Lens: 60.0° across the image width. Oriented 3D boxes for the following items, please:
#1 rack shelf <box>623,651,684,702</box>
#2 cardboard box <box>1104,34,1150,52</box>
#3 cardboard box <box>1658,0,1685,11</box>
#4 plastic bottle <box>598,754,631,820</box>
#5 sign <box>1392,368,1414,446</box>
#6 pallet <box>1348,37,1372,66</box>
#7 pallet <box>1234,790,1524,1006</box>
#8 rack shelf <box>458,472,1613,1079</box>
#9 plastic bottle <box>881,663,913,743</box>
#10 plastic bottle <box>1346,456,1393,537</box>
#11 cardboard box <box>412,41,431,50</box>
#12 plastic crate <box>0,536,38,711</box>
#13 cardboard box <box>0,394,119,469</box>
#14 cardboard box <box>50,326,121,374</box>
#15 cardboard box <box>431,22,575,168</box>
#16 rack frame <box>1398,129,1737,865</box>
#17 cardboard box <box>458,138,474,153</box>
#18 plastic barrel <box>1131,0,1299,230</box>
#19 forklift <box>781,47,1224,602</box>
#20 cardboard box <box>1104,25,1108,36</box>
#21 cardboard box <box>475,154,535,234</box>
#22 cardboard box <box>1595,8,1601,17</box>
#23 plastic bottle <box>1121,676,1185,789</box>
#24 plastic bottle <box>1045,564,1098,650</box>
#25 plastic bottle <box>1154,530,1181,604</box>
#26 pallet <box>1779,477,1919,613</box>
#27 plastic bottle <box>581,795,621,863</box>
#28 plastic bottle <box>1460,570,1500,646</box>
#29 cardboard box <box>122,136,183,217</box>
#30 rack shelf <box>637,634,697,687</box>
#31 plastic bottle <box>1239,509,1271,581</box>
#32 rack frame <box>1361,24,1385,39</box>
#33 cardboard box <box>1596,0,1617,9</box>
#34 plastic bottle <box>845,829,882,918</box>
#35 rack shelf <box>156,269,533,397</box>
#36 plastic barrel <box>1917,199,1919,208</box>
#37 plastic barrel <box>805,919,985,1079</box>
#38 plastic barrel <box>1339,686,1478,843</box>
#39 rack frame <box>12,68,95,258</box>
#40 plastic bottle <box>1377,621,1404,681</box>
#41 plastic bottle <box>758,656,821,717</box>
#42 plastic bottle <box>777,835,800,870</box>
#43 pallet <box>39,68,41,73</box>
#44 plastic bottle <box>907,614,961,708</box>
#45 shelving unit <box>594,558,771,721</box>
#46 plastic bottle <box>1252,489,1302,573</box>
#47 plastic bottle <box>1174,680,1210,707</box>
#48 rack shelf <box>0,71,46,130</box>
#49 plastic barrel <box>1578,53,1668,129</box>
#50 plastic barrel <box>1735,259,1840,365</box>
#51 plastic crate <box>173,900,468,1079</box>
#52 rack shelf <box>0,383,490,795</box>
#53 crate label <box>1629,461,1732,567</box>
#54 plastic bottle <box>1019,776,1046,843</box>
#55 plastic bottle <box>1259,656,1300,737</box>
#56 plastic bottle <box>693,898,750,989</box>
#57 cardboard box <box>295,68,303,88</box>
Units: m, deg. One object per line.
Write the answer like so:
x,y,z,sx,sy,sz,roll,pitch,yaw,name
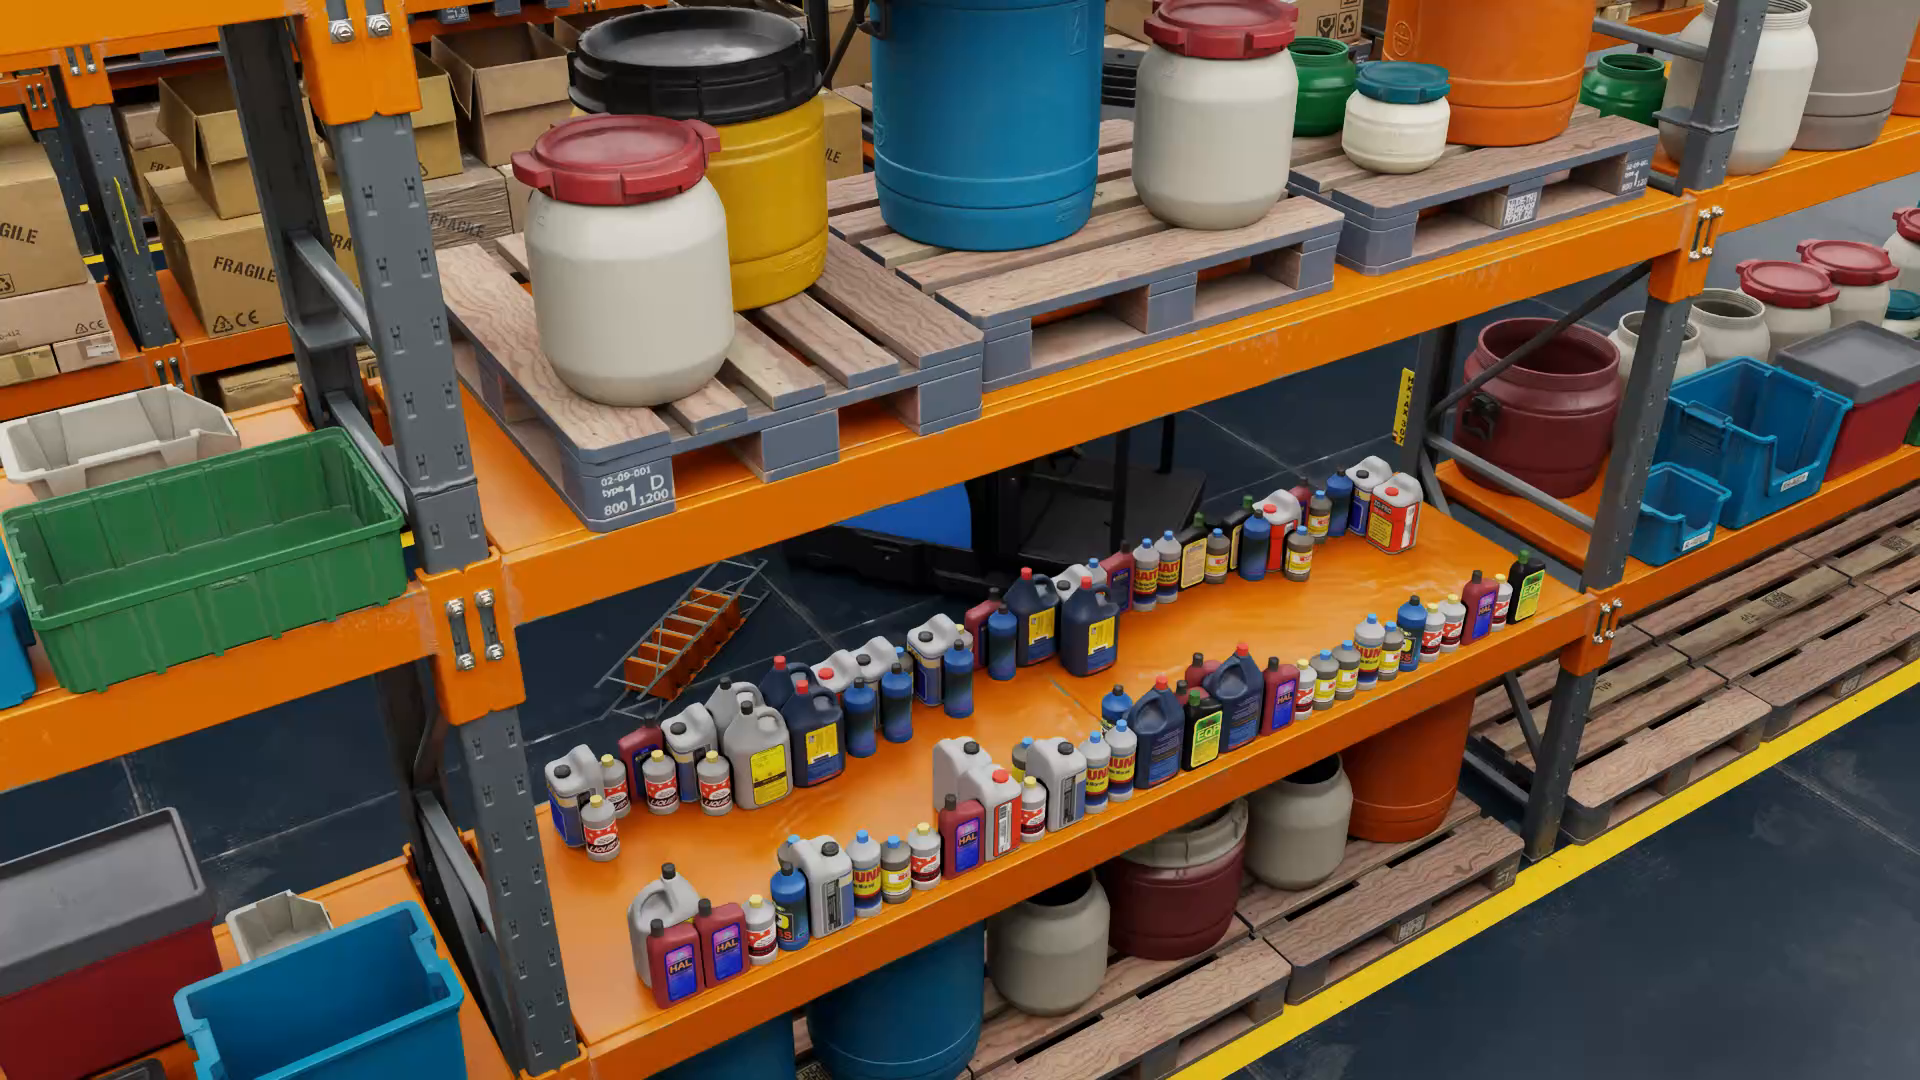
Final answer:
-1.404,0.613,7.599,0.258,0.180,0.103,12,35,19,rack shelf
0.930,-2.923,10.318,0.500,0.250,0.500,-20,37,-29,cardboard box
5.382,-4.226,12.873,0.250,0.149,0.380,-19,37,-27,cardboard box
-1.043,0.730,4.968,0.097,0.201,0.097,0,32,0,plastic bottle
1.776,-0.520,6.609,0.005,0.325,0.100,-19,37,-27,sign
2.037,-3.346,11.423,1.213,0.211,1.003,-19,37,-27,pallet
1.440,1.220,6.618,1.213,0.211,1.003,-19,37,-27,pallet
0.399,0.676,5.540,4.000,0.370,1.077,-19,37,-27,rack shelf
-0.198,0.506,5.257,0.097,0.271,0.097,0,32,0,plastic bottle
1.541,-0.173,6.330,0.135,0.276,0.152,-19,37,-27,plastic bottle
-4.343,-3.881,13.337,0.500,0.250,0.500,-19,37,-28,cardboard box
-1.874,0.159,3.032,0.300,0.233,0.416,-19,37,-27,plastic crate
-4.563,-0.395,8.162,0.875,0.875,0.875,-19,37,-27,cardboard box
-4.044,-0.929,7.647,0.250,0.149,0.380,-19,37,-27,cardboard box
-2.336,-2.306,8.559,0.637,0.503,0.797,-18,36,-26,cardboard box
2.080,-0.206,6.265,0.127,3.000,1.000,-19,37,-27,rack frame
-2.865,-1.865,8.801,0.500,0.500,0.500,-19,37,-28,cardboard box
0.672,-1.130,4.397,0.433,0.535,0.433,0,32,0,plastic barrel
0.655,-1.101,7.749,3.031,2.935,1.130,11,34,17,forklift
1.478,-5.528,16.300,0.875,0.875,0.875,-19,37,-27,cardboard box
-2.169,-1.776,8.660,0.500,0.500,0.500,-18,37,-26,cardboard box
4.541,-3.936,12.414,0.250,0.149,0.380,-19,37,-27,cardboard box
0.587,0.573,5.077,0.185,0.351,0.144,-19,37,-27,plastic bottle
0.376,0.228,5.694,0.135,0.276,0.152,-19,37,-27,plastic bottle
0.734,0.089,5.918,0.097,0.271,0.097,0,32,0,plastic bottle
4.803,0.062,8.454,1.213,0.211,1.003,-19,37,-27,pallet
-1.042,0.826,4.815,0.097,0.201,0.097,0,32,0,plastic bottle
1.777,0.218,5.702,0.133,0.283,0.061,-19,37,-27,plastic bottle
-5.803,-2.739,12.230,0.500,0.500,0.500,-17,36,-25,cardboard box
-1.358,0.553,7.692,0.258,0.180,0.103,12,35,19,rack shelf
1.073,0.011,6.042,0.097,0.271,0.097,0,32,0,plastic bottle
2.759,-3.583,11.619,0.127,3.000,1.000,-19,37,-27,rack frame
4.418,-4.298,12.380,0.500,0.500,0.875,-19,37,-27,cardboard box
-0.266,0.915,4.609,0.097,0.271,0.097,0,32,0,plastic bottle
-2.284,-1.545,9.061,4.000,0.370,1.077,-19,37,-27,rack shelf
4.953,-1.598,8.003,0.708,0.901,0.600,-19,37,-27,plastic barrel
-0.220,1.306,5.441,0.708,0.901,0.600,-19,37,-27,plastic barrel
1.678,0.683,6.496,0.708,0.830,0.600,-19,37,-27,plastic barrel
-6.568,-3.524,11.525,0.127,3.000,1.000,-19,37,-27,rack frame
1.425,0.363,5.550,0.097,0.201,0.097,0,32,0,plastic bottle
-0.531,0.505,5.184,0.185,0.351,0.144,-19,37,-27,plastic bottle
-0.462,0.915,4.674,0.097,0.201,0.097,0,32,0,plastic bottle
-8.727,-4.792,16.149,1.213,0.211,1.003,-19,37,-27,pallet
-0.087,0.387,5.442,0.135,0.276,0.152,-19,37,-27,plastic bottle
-1.284,0.455,7.845,0.258,0.189,1.200,12,35,19,shelving unit
1.152,-0.040,6.118,0.135,0.276,0.152,-19,37,-27,plastic bottle
0.710,0.547,5.181,0.133,0.283,0.061,-19,37,-27,plastic bottle
-8.249,-2.642,10.801,4.000,0.370,1.077,-19,37,-27,rack shelf
2.260,-1.503,5.656,0.294,0.245,0.294,0,32,0,plastic barrel
3.539,-0.904,7.245,0.433,0.535,0.433,0,32,0,plastic barrel
-1.489,1.220,3.964,0.575,0.384,0.392,-19,37,-27,plastic crate
-2.963,0.564,2.907,4.000,0.370,1.077,-19,37,-27,rack shelf
2.637,-0.089,6.236,0.416,0.233,0.303,-19,37,-27,crate label
0.204,0.783,4.884,0.097,0.201,0.097,0,32,0,plastic bottle
1.011,0.482,5.284,0.133,0.283,0.061,-19,37,-27,plastic bottle
-0.630,1.046,4.389,0.133,0.283,0.061,-19,37,-27,plastic bottle
-4.926,-3.357,12.507,0.500,0.250,0.500,-18,36,-26,cardboard box
